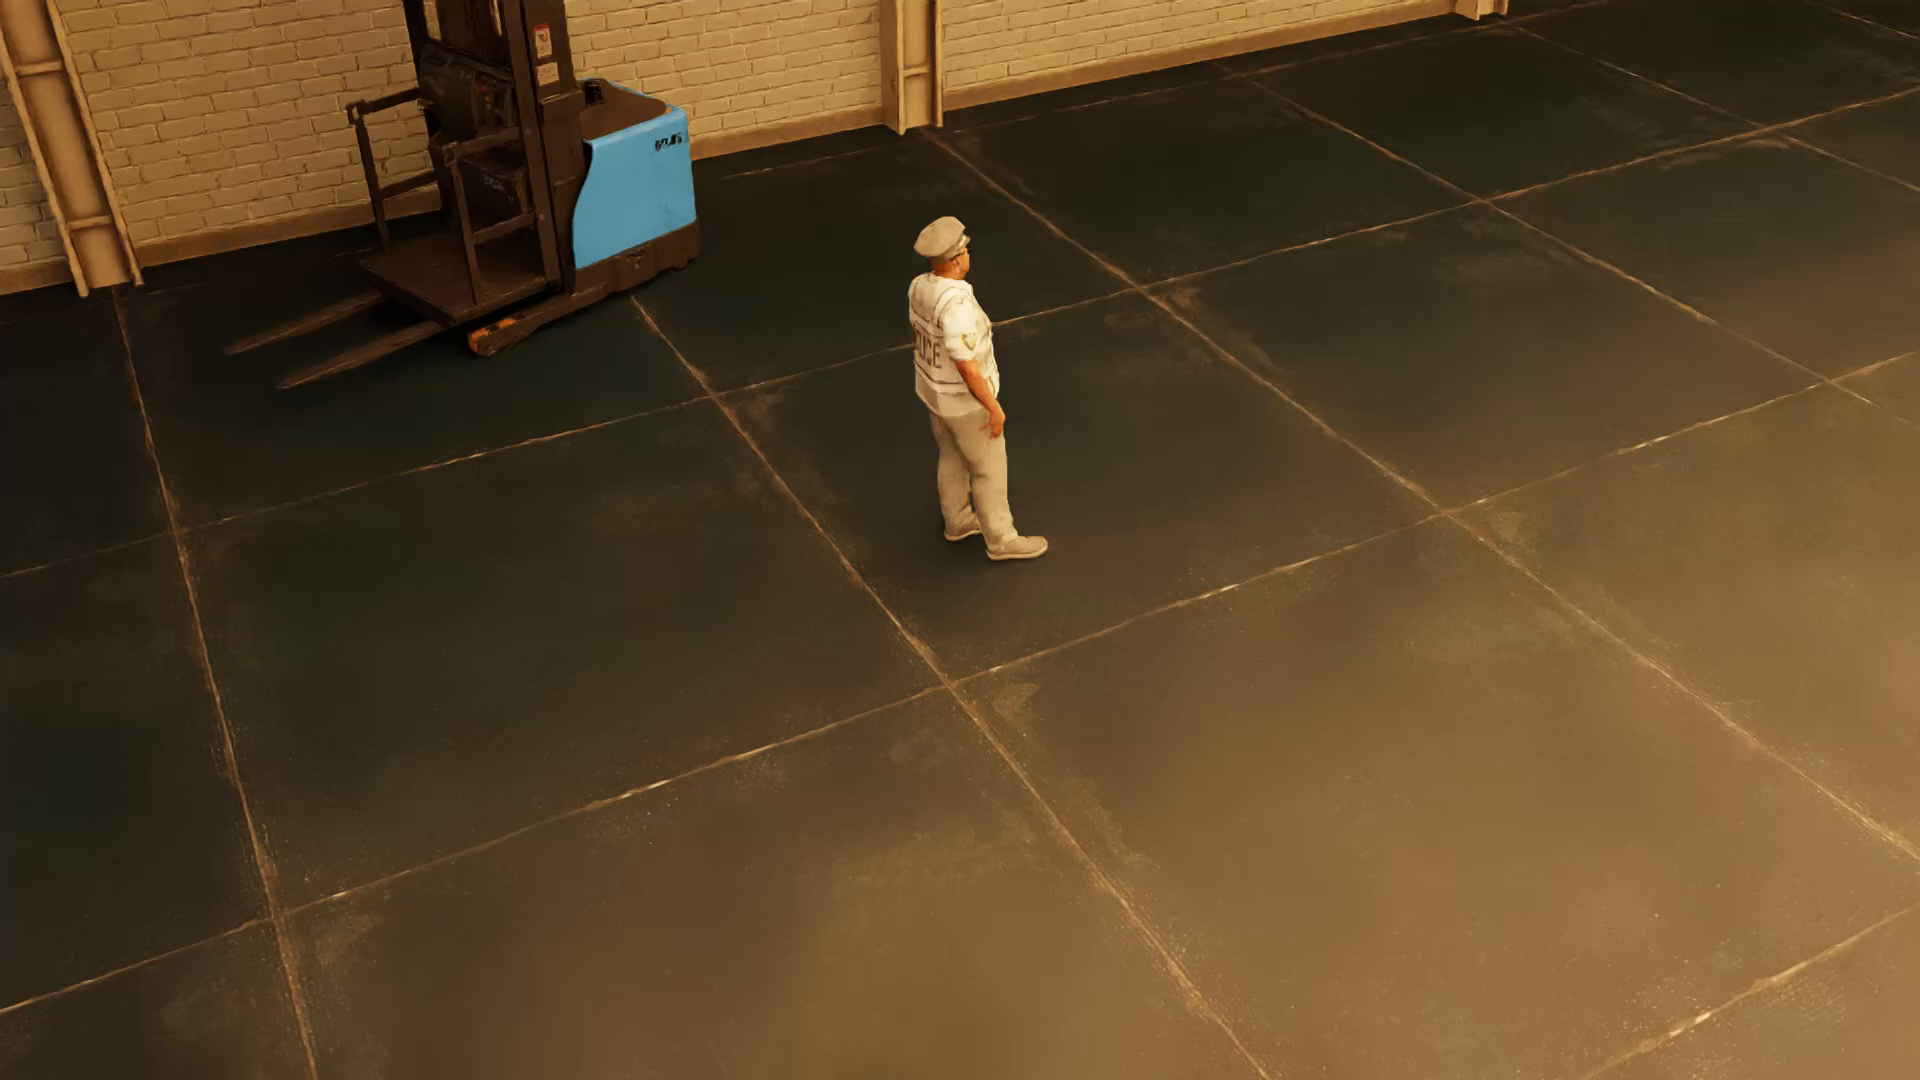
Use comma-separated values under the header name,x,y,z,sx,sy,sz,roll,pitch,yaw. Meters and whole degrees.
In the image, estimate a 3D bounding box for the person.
name,x,y,z,sx,sy,sz,roll,pitch,yaw
person,0.074,-0.749,8.165,0.574,1.781,0.640,-17,39,-23

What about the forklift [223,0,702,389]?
name,x,y,z,sx,sy,sz,roll,pitch,yaw
forklift,-3.114,-2.659,9.885,1.130,2.935,3.031,27,44,33
